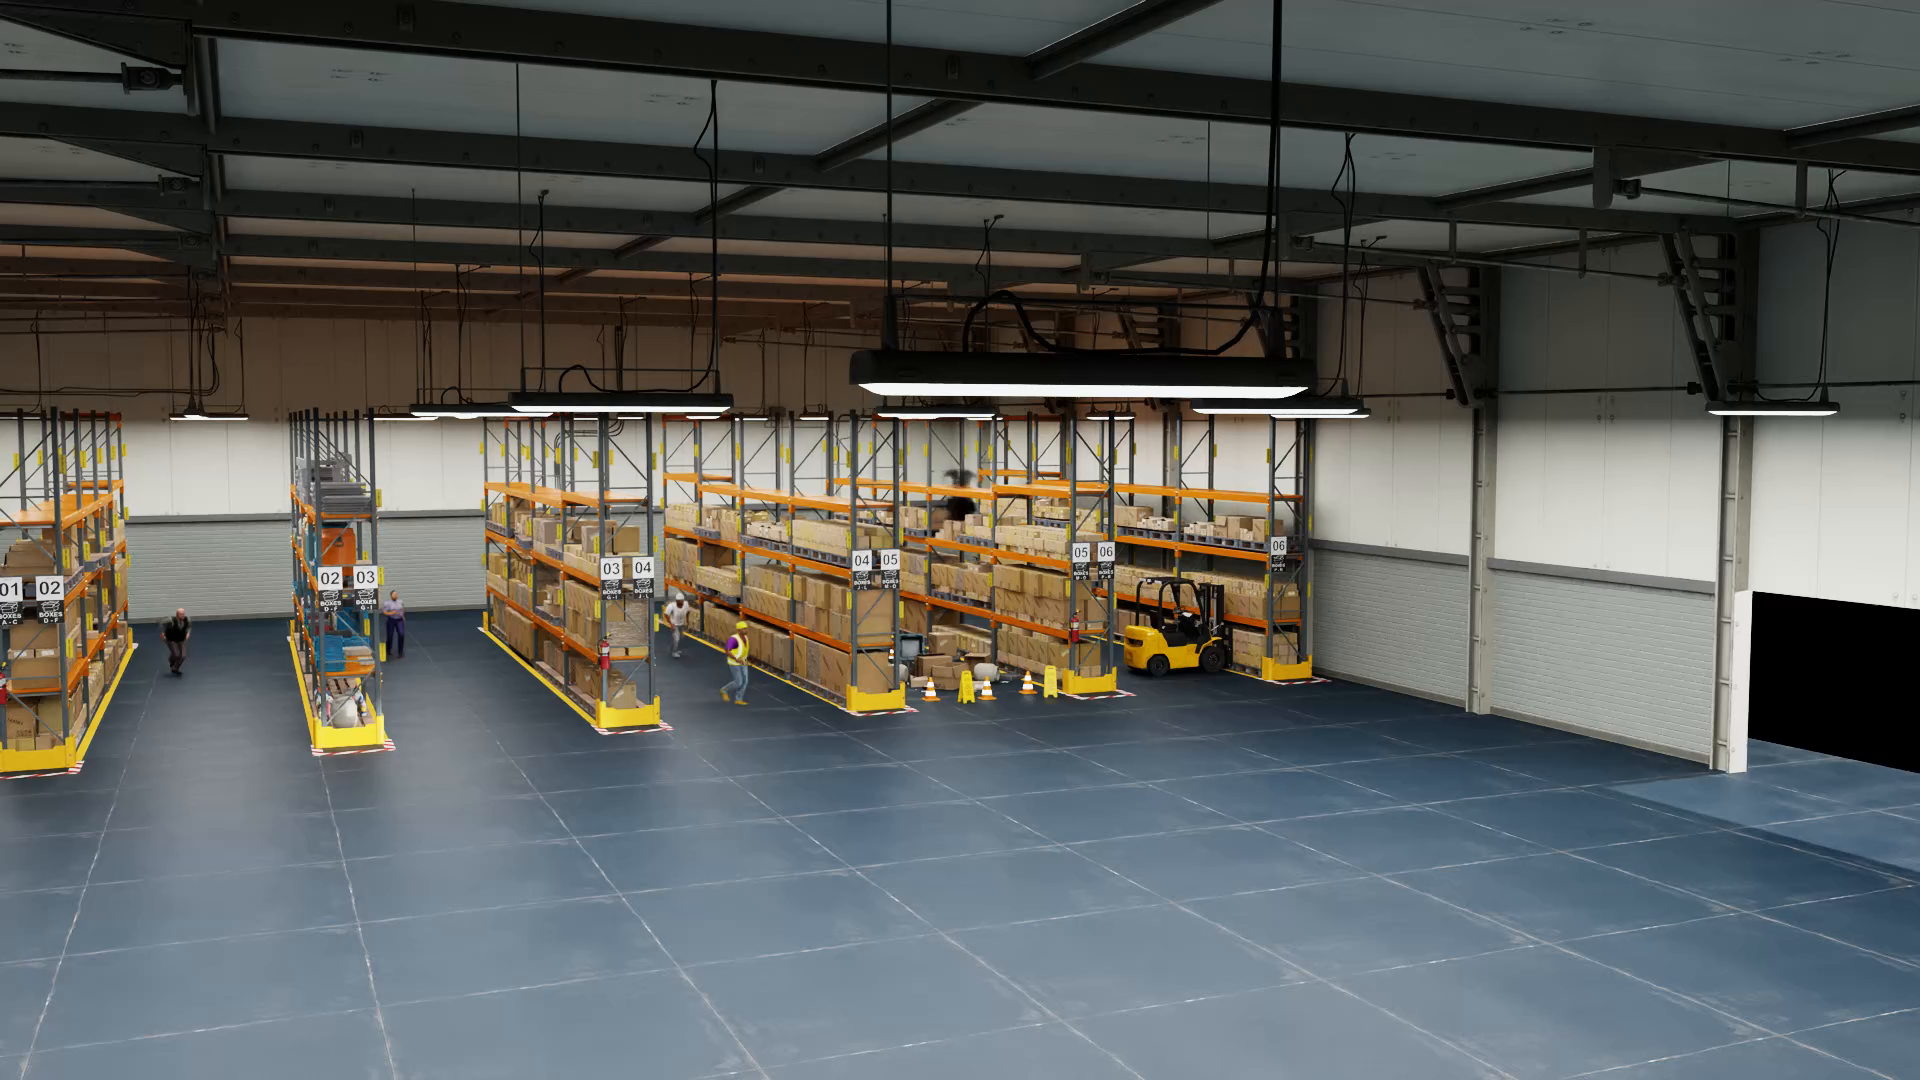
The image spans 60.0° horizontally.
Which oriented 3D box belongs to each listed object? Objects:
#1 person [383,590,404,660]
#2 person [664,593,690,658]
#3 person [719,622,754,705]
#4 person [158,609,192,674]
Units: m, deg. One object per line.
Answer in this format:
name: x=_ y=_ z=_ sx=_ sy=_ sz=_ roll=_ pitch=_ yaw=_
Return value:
person: x=-13.800 y=2.063 z=40.541 sx=0.557 sy=1.707 sz=0.842 roll=-2 pitch=5 yaw=-32
person: x=-6.933 y=2.071 z=40.667 sx=0.918 sy=1.619 sz=0.715 roll=4 pitch=5 yaw=43
person: x=-4.574 y=2.509 z=33.861 sx=0.689 sy=1.712 sz=0.700 roll=2 pitch=5 yaw=31
person: x=-17.823 y=2.312 z=37.788 sx=0.687 sy=1.541 sz=0.809 roll=-4 pitch=6 yaw=-44
